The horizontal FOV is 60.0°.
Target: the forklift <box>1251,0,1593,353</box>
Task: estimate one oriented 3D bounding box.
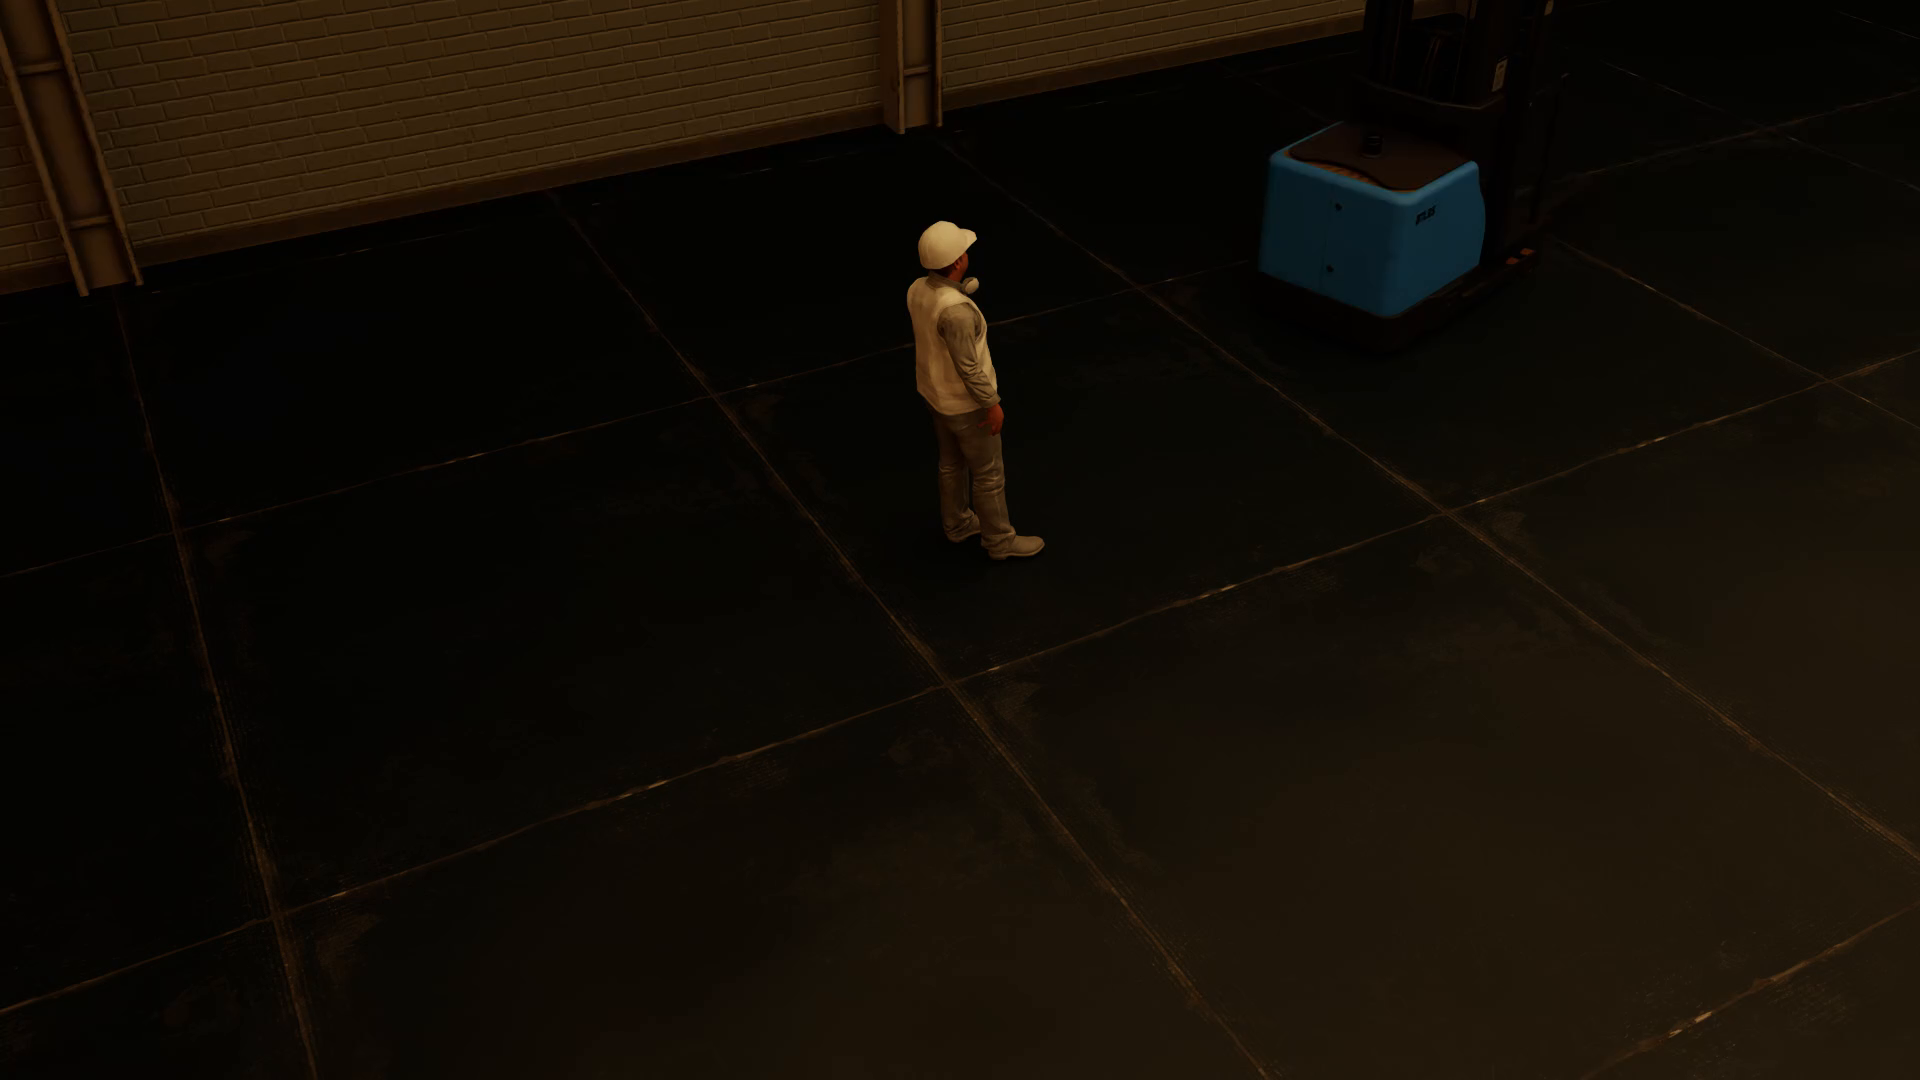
[{"bbox_3d":[3.254,-3.095,10.501,1.130,2.935,3.031,29,44,34],"label":"forklift"}]

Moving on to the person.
[{"bbox_3d":[0.059,-0.744,8.165,0.566,1.775,0.634,-17,39,-23],"label":"person"}]
